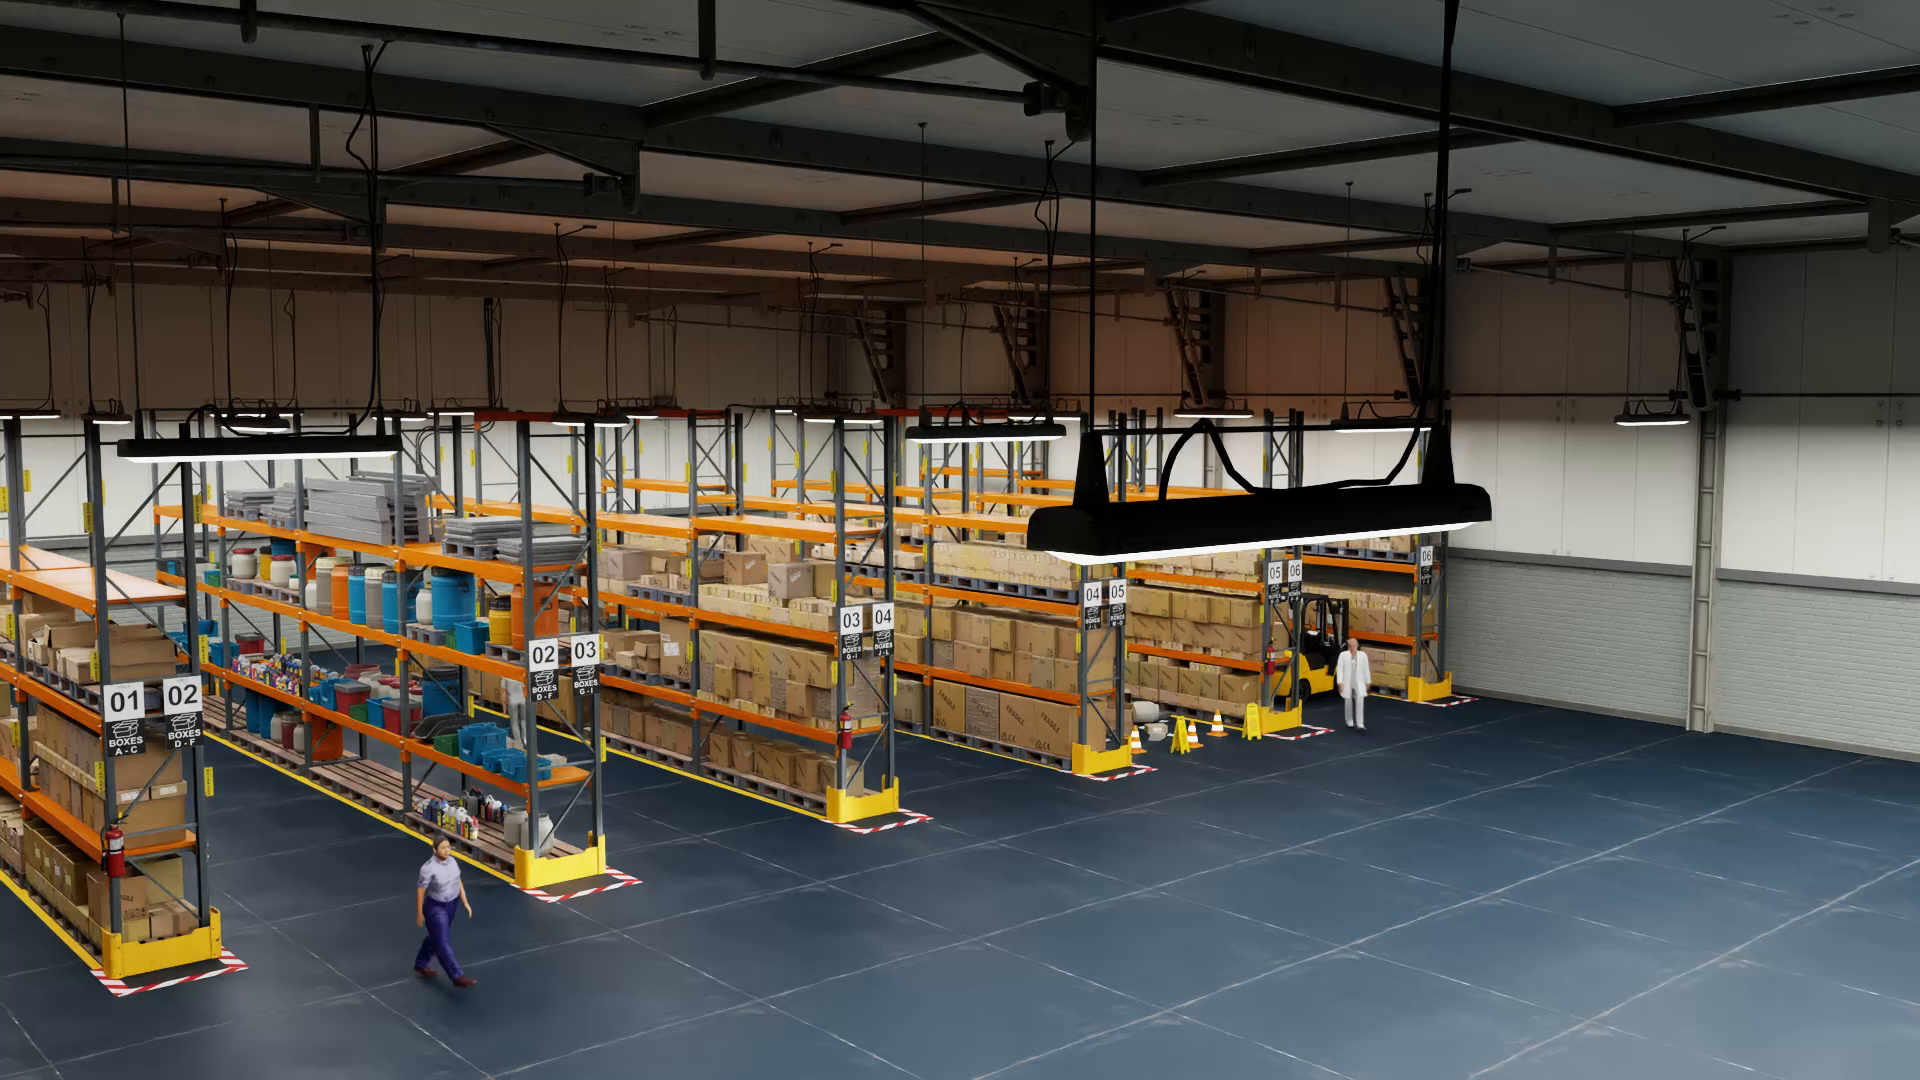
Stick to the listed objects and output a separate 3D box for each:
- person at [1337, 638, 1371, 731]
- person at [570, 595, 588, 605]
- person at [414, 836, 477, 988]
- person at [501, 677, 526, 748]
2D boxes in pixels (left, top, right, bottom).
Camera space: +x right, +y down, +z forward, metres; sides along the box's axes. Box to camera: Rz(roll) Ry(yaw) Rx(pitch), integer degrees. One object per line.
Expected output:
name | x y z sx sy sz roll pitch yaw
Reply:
person | 7.385 2.710 31.203 0.637 1.721 1.113 1 5 15
person | -9.797 1.670 42.990 0.517 1.721 1.123 -1 5 -7
person | -5.497 3.952 17.778 1.040 1.588 0.535 2 5 21
person | -7.824 2.917 29.367 0.505 1.660 0.475 -3 6 -31
